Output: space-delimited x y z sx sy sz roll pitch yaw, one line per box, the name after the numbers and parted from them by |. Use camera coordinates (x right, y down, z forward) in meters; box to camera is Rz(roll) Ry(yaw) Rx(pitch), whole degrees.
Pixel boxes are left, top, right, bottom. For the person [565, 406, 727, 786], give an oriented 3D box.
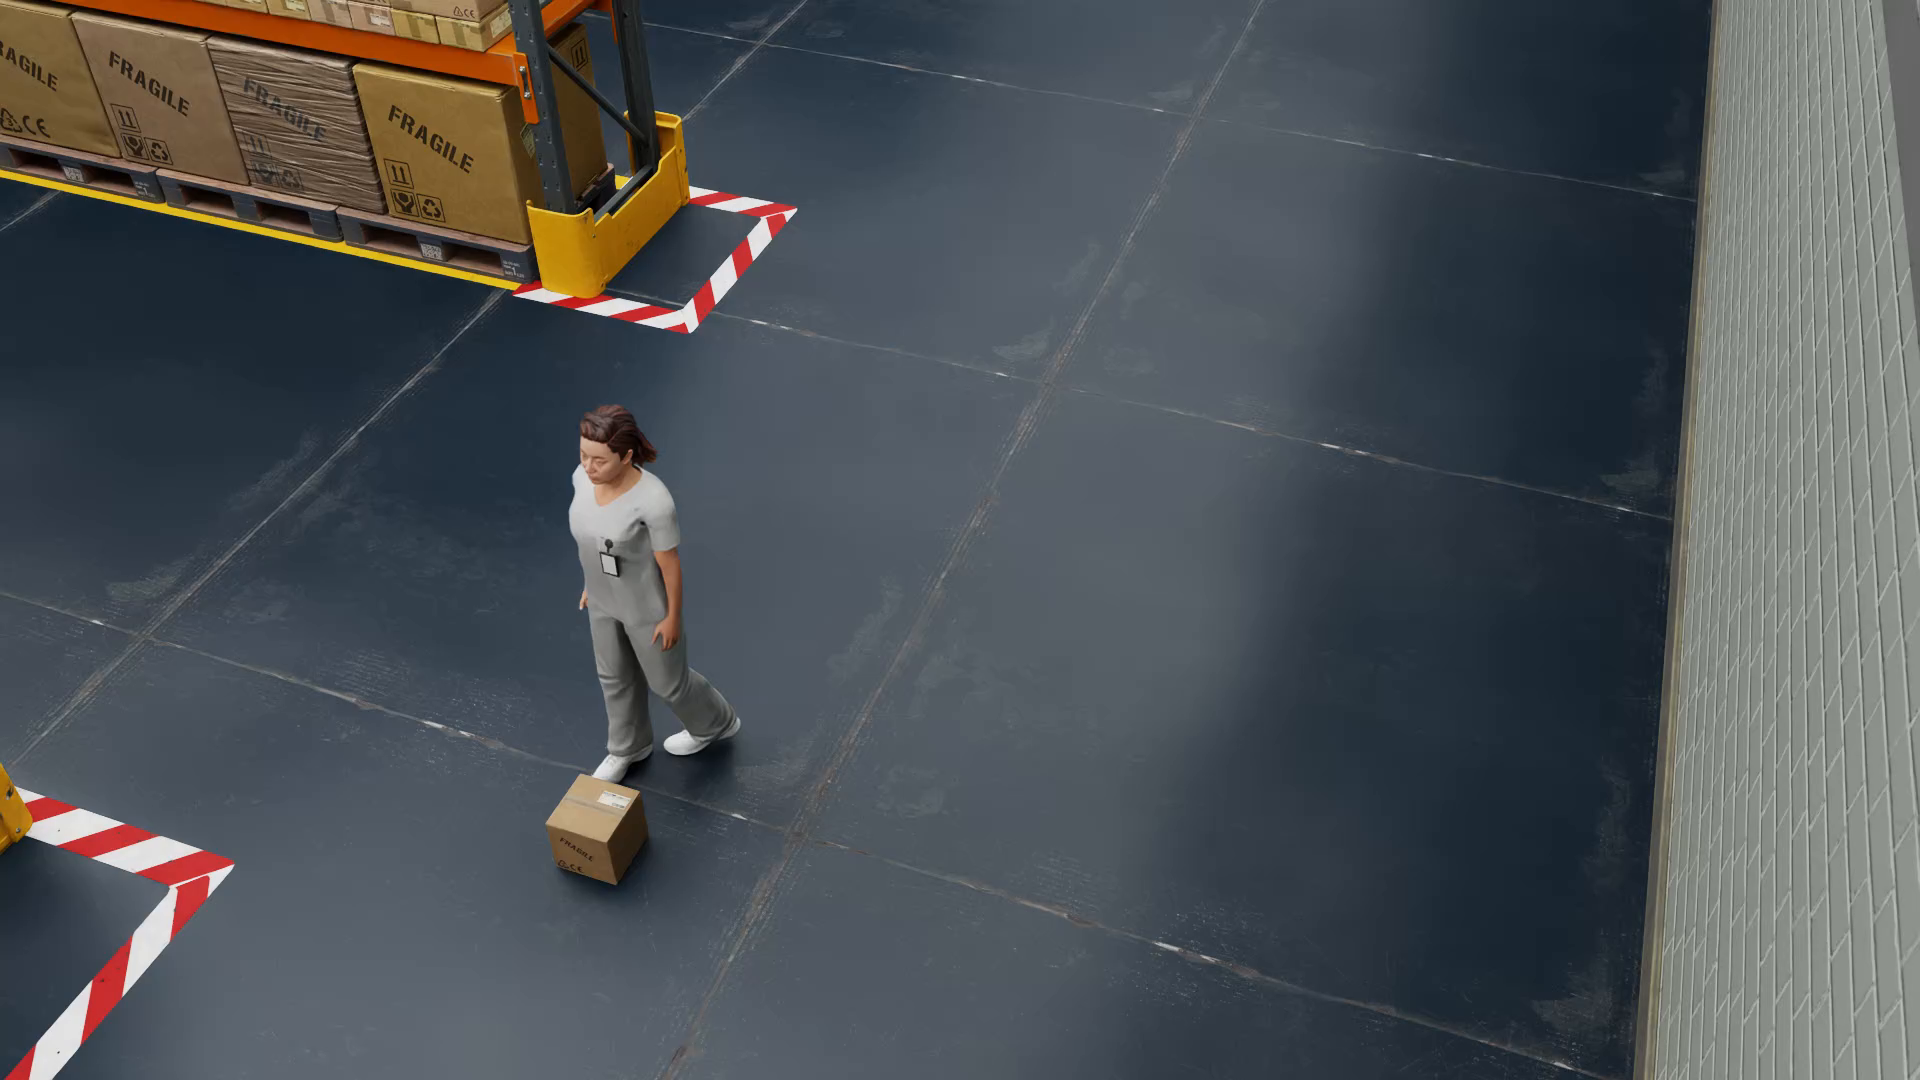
-1.154 0.232 5.902 0.477 1.692 0.385 13 43 14 | person
